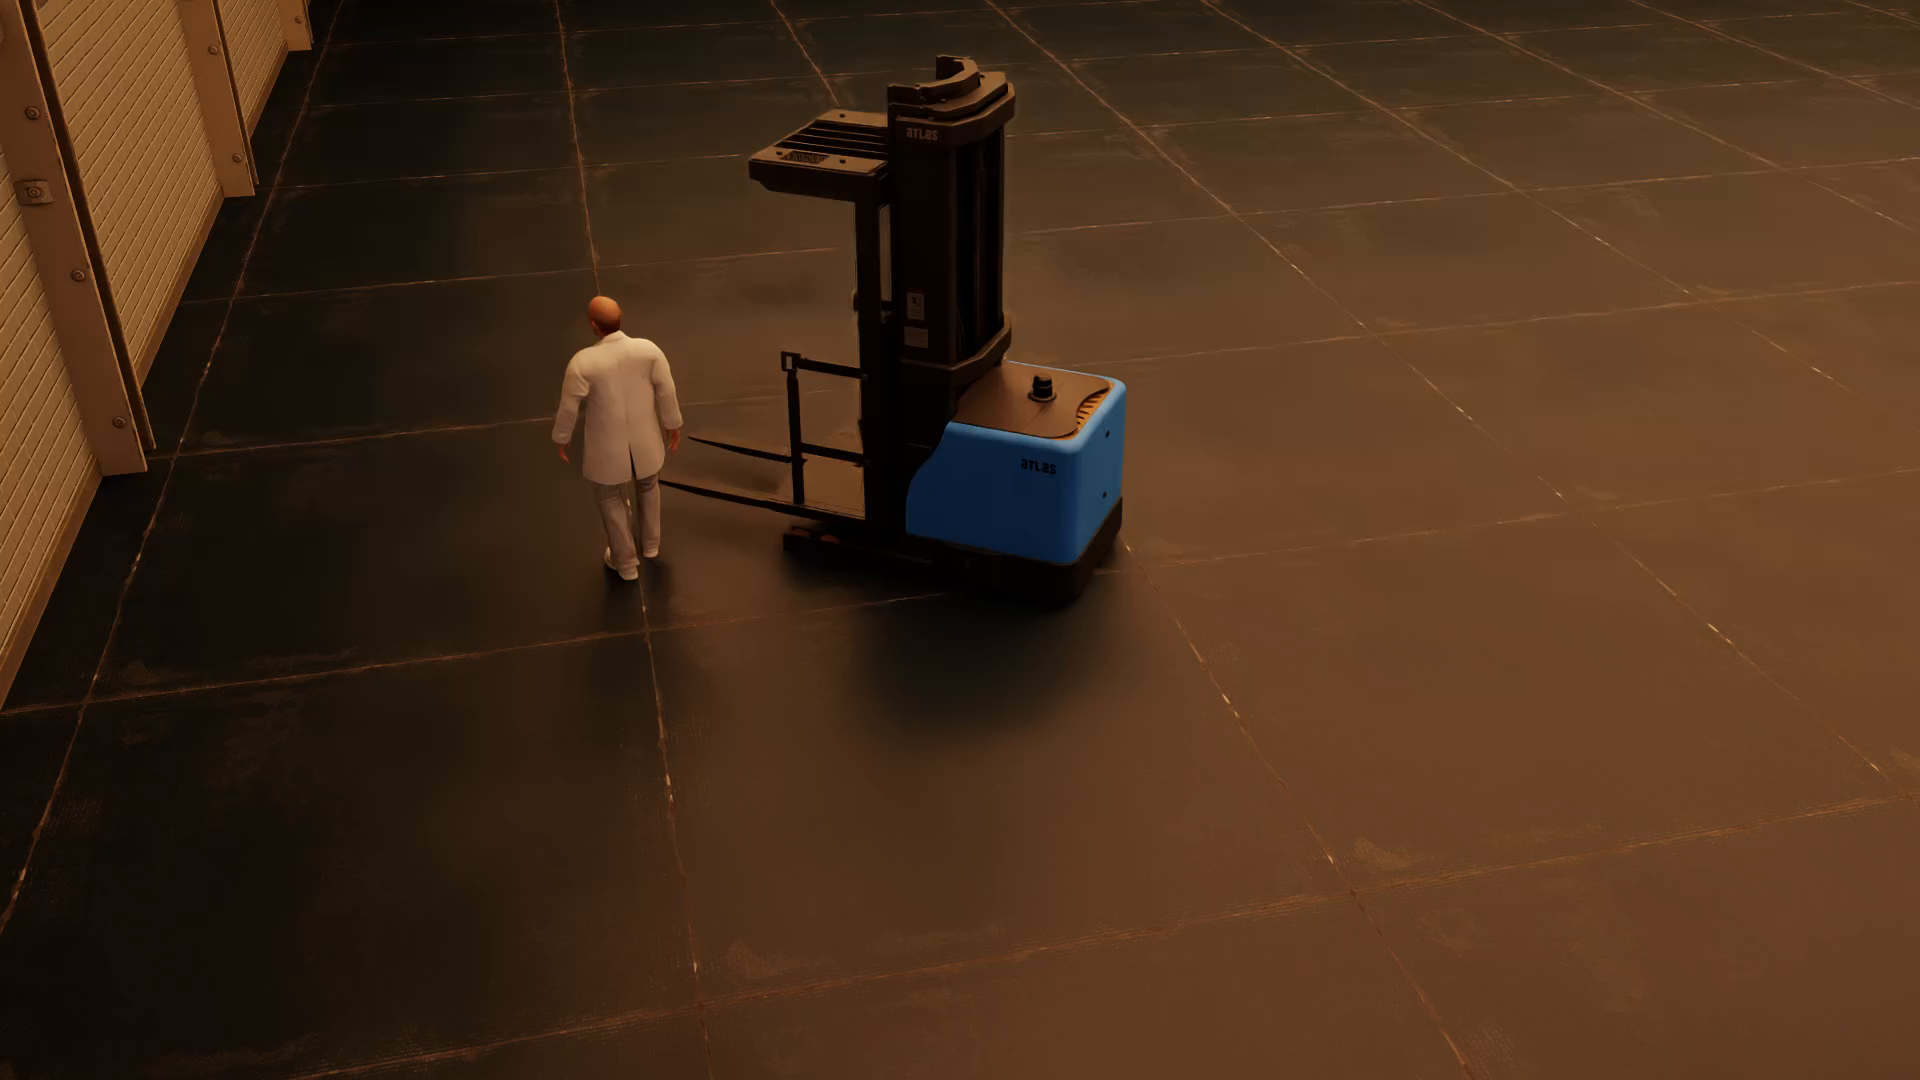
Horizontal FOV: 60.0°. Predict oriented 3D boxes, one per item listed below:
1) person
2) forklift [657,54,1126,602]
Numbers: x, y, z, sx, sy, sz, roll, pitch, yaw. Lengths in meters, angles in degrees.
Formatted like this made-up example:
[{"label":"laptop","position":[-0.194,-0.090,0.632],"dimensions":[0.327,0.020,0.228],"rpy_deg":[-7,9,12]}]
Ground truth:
[{"label":"person","position":[-2.053,-0.653,9.861],"dimensions":[0.758,1.769,0.572],"rpy_deg":[-14,33,-23]},{"label":"forklift","position":[-0.553,-1.366,9.934],"dimensions":[3.031,2.935,1.130],"rpy_deg":[11,32,19]}]
